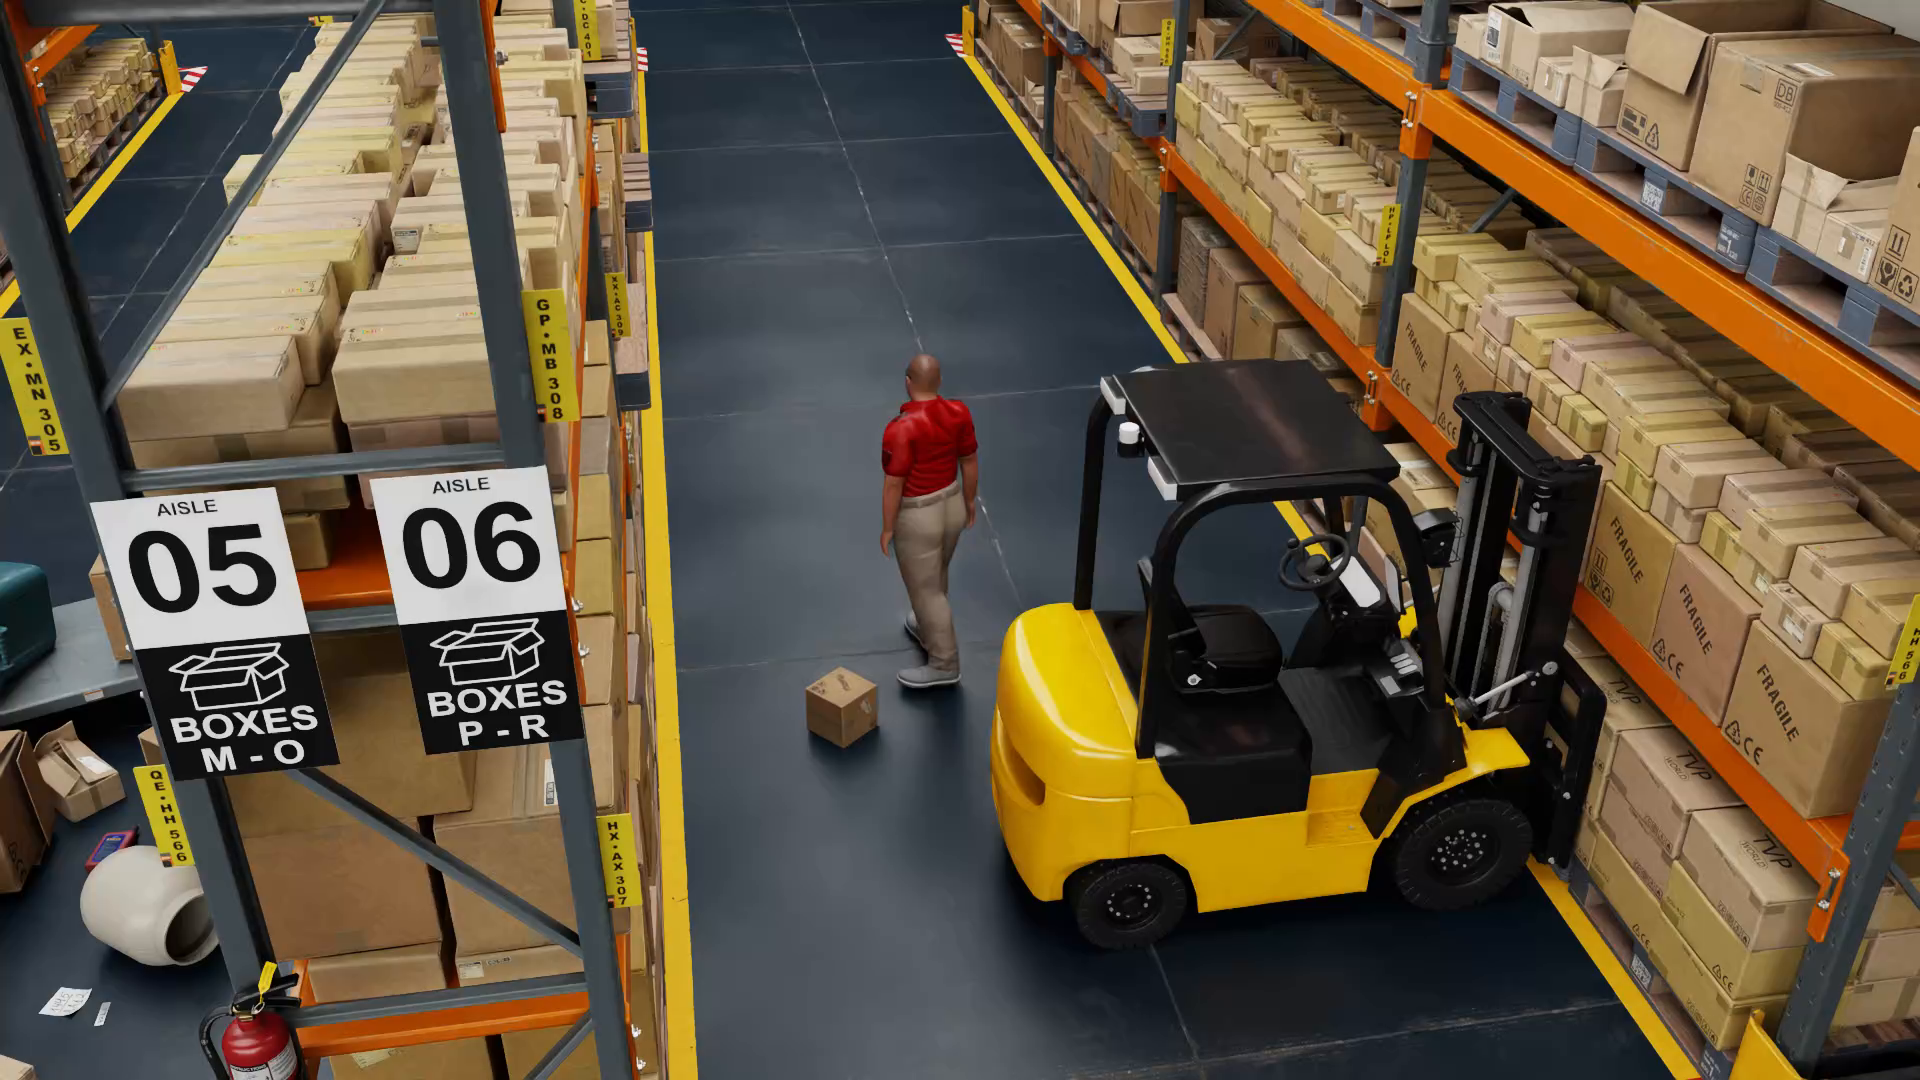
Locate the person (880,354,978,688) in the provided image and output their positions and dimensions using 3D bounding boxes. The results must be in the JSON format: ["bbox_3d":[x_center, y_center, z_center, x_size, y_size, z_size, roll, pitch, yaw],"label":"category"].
[{"bbox_3d":[-0.171,-0.122,8.358,0.633,1.715,0.604,26,39,37],"label":"person"}]
